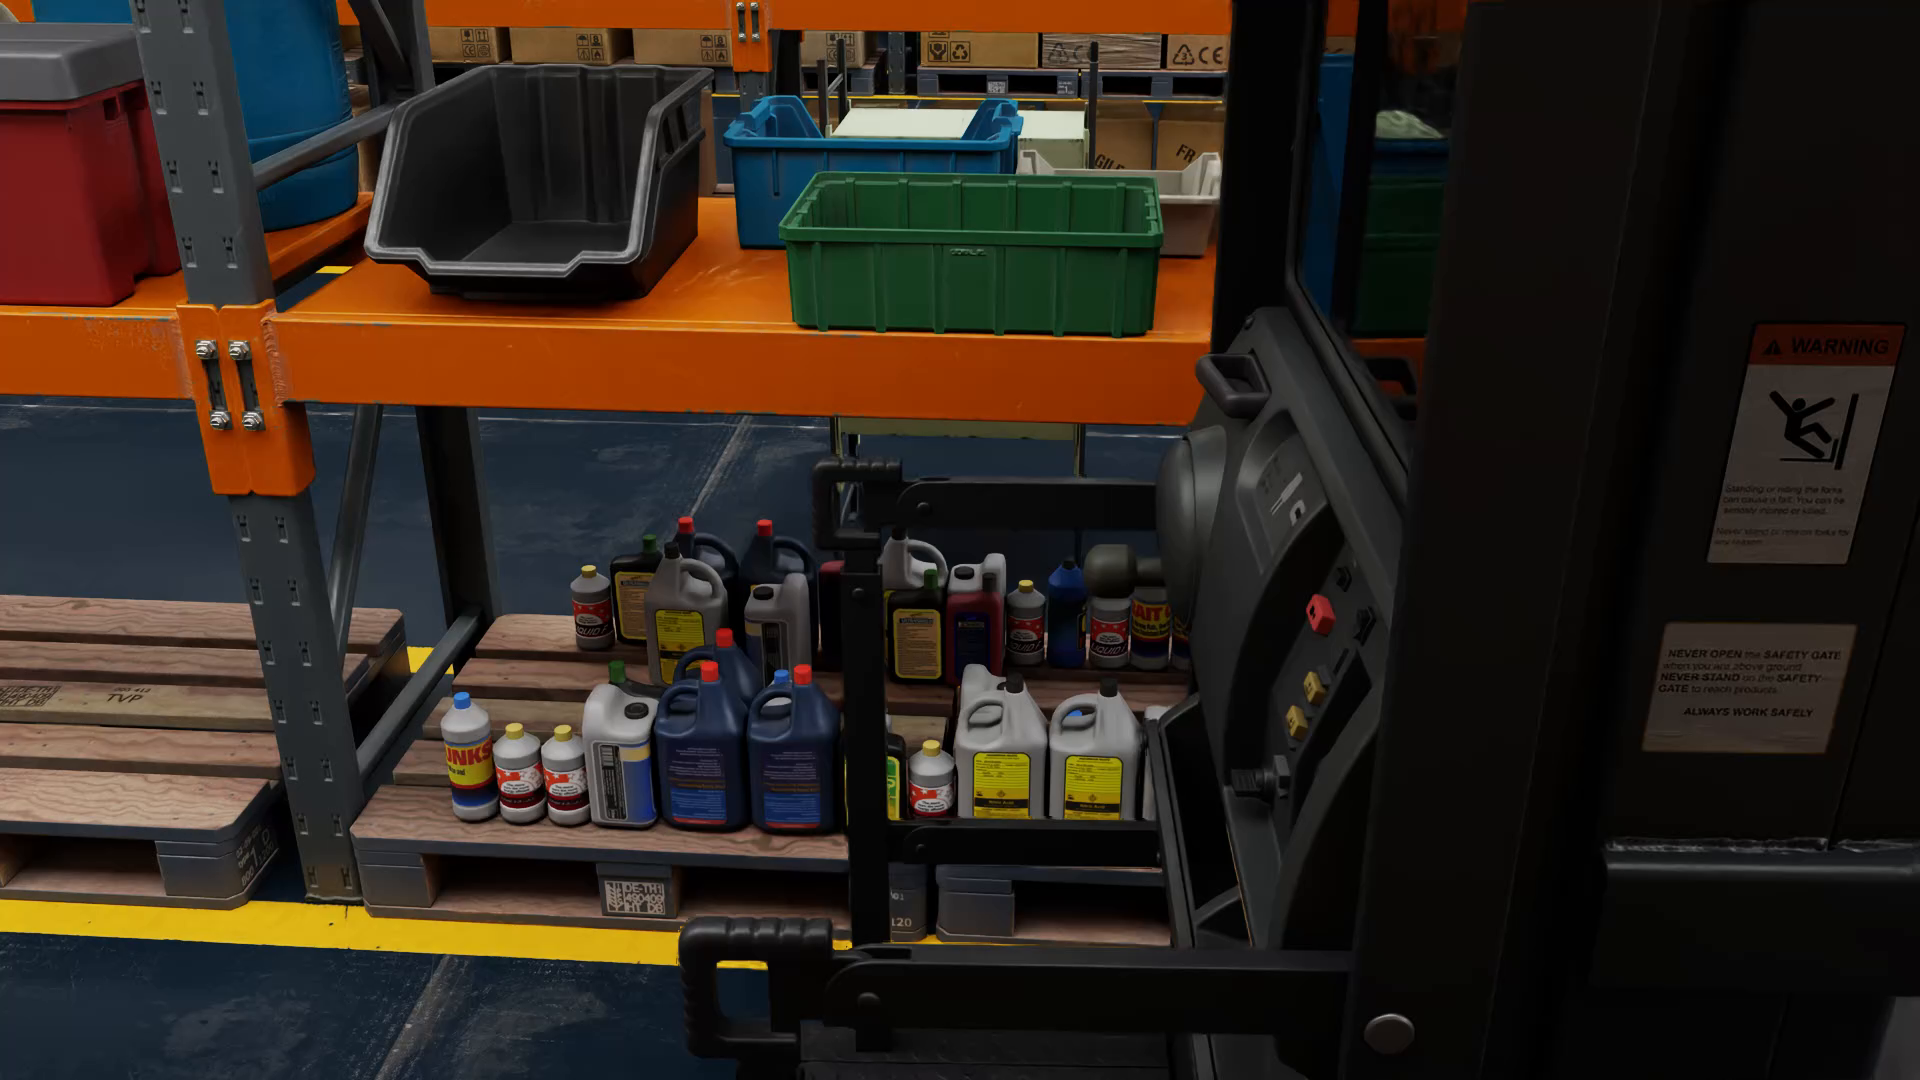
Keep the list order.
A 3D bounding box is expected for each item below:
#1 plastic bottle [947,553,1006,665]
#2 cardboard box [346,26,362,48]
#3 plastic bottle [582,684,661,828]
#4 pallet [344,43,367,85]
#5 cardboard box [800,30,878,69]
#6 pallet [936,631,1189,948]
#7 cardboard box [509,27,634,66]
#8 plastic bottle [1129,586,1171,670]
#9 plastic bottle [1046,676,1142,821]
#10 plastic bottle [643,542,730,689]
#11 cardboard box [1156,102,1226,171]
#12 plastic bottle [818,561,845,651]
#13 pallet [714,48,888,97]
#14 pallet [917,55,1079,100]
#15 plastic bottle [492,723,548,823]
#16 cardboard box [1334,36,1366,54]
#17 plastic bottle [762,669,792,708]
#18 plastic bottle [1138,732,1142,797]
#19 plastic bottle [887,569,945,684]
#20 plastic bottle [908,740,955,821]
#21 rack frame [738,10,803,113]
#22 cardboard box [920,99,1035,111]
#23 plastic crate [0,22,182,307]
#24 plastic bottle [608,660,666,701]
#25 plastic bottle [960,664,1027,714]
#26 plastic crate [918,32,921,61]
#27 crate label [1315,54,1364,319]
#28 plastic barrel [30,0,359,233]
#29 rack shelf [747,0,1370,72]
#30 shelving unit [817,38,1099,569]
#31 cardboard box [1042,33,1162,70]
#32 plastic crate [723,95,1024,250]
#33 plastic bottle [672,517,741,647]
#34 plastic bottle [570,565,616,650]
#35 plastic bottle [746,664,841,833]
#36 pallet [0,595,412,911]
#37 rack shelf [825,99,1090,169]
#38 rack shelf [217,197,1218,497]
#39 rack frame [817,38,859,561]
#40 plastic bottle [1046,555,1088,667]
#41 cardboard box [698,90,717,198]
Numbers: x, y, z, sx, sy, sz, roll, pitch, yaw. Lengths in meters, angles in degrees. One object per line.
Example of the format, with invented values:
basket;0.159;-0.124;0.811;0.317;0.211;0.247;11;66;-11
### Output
plastic bottle;0.040;0.169;4.027;0.135;0.276;0.152;2;25;5
cardboard box;-5.114;-4.233;13.349;0.500;0.500;0.500;1;25;2
plastic bottle;-0.691;0.437;3.444;0.135;0.276;0.152;3;25;6
pallet;-5.207;-3.808;13.272;1.213;0.211;1.003;2;25;4
cardboard box;-1.066;-4.072;12.700;0.750;0.750;1.050;2;25;4
pallet;0.587;0.551;3.800;1.213;0.211;1.003;2;25;4
cardboard box;-2.956;-4.134;12.835;0.750;0.750;1.050;2;25;5
plastic bottle;0.463;0.173;4.023;0.097;0.271;0.097;0;25;0
plastic bottle;0.271;0.436;3.358;0.185;0.351;0.144;3;25;6
plastic bottle;-0.646;0.172;3.931;0.185;0.351;0.144;2;25;4
cardboard box;1.225;-1.844;8.156;0.500;0.500;0.500;4;25;9
plastic bottle;-0.278;0.136;4.089;0.133;0.283;0.061;3;25;8
pallet;-1.215;-3.647;12.924;1.213;0.211;1.003;2;25;4
pallet;0.312;-3.597;12.815;1.213;0.211;1.003;2;25;4
plastic bottle;-0.914;0.475;3.450;0.097;0.201;0.097;0;25;0
cardboard box;2.867;-4.012;12.421;0.875;0.875;0.875;2;25;4
plastic bottle;-0.373;0.400;3.529;0.097;0.271;0.097;0;25;0
plastic bottle;0.427;0.454;3.495;0.097;0.201;0.097;0;25;0
plastic bottle;-0.104;0.202;3.945;0.133;0.283;0.061;2;25;4
plastic bottle;-0.058;0.503;3.391;0.097;0.201;0.097;0;25;0
rack frame;-0.920;-2.857;7.870;0.127;3.000;1.000;2;25;4
cardboard box;0.047;-1.867;8.208;0.500;0.500;0.500;10;27;21
plastic crate;-1.806;-0.709;3.127;0.583;0.464;0.402;2;25;4
plastic bottle;-0.683;0.389;3.539;0.133;0.283;0.061;2;25;4
plastic bottle;0.072;0.401;3.522;0.135;0.276;0.152;2;25;4
plastic crate;-0.166;-4.210;14.106;0.662;0.188;0.450;16;39;31
crate label;0.833;-0.627;2.981;0.616;0.435;0.502;2;25;4
plastic barrel;-1.662;-1.159;3.580;0.708;0.901;0.600;2;25;4
rack shelf;1.074;-2.466;7.881;4.000;0.370;1.077;2;25;4
shelving unit;0.007;-0.681;4.936;0.755;1.500;0.431;2;25;4
cardboard box;1.081;-4.070;12.545;0.875;0.875;0.875;2;25;4
plastic crate;-0.175;-0.803;3.584;0.616;0.251;0.499;2;25;4
plastic bottle;-0.635;0.112;4.062;0.185;0.351;0.144;1;25;3
plastic bottle;-0.914;0.161;4.134;0.097;0.201;0.097;0;25;0
plastic bottle;-0.338;0.416;3.400;0.185;0.351;0.144;1;25;2
pallet;-2.085;0.465;3.986;1.213;0.211;1.003;2;25;4
rack shelf;0.007;-1.036;4.773;0.720;0.370;0.431;2;25;4
rack shelf;0.695;-0.402;3.395;4.000;0.370;1.077;2;25;4
rack frame;-0.358;-0.693;4.961;0.023;1.500;0.400;2;25;4
plastic bottle;0.261;0.167;4.037;0.097;0.271;0.097;0;25;0
cardboard box;-1.531;-1.950;8.363;0.500;0.500;0.700;0;25;0
